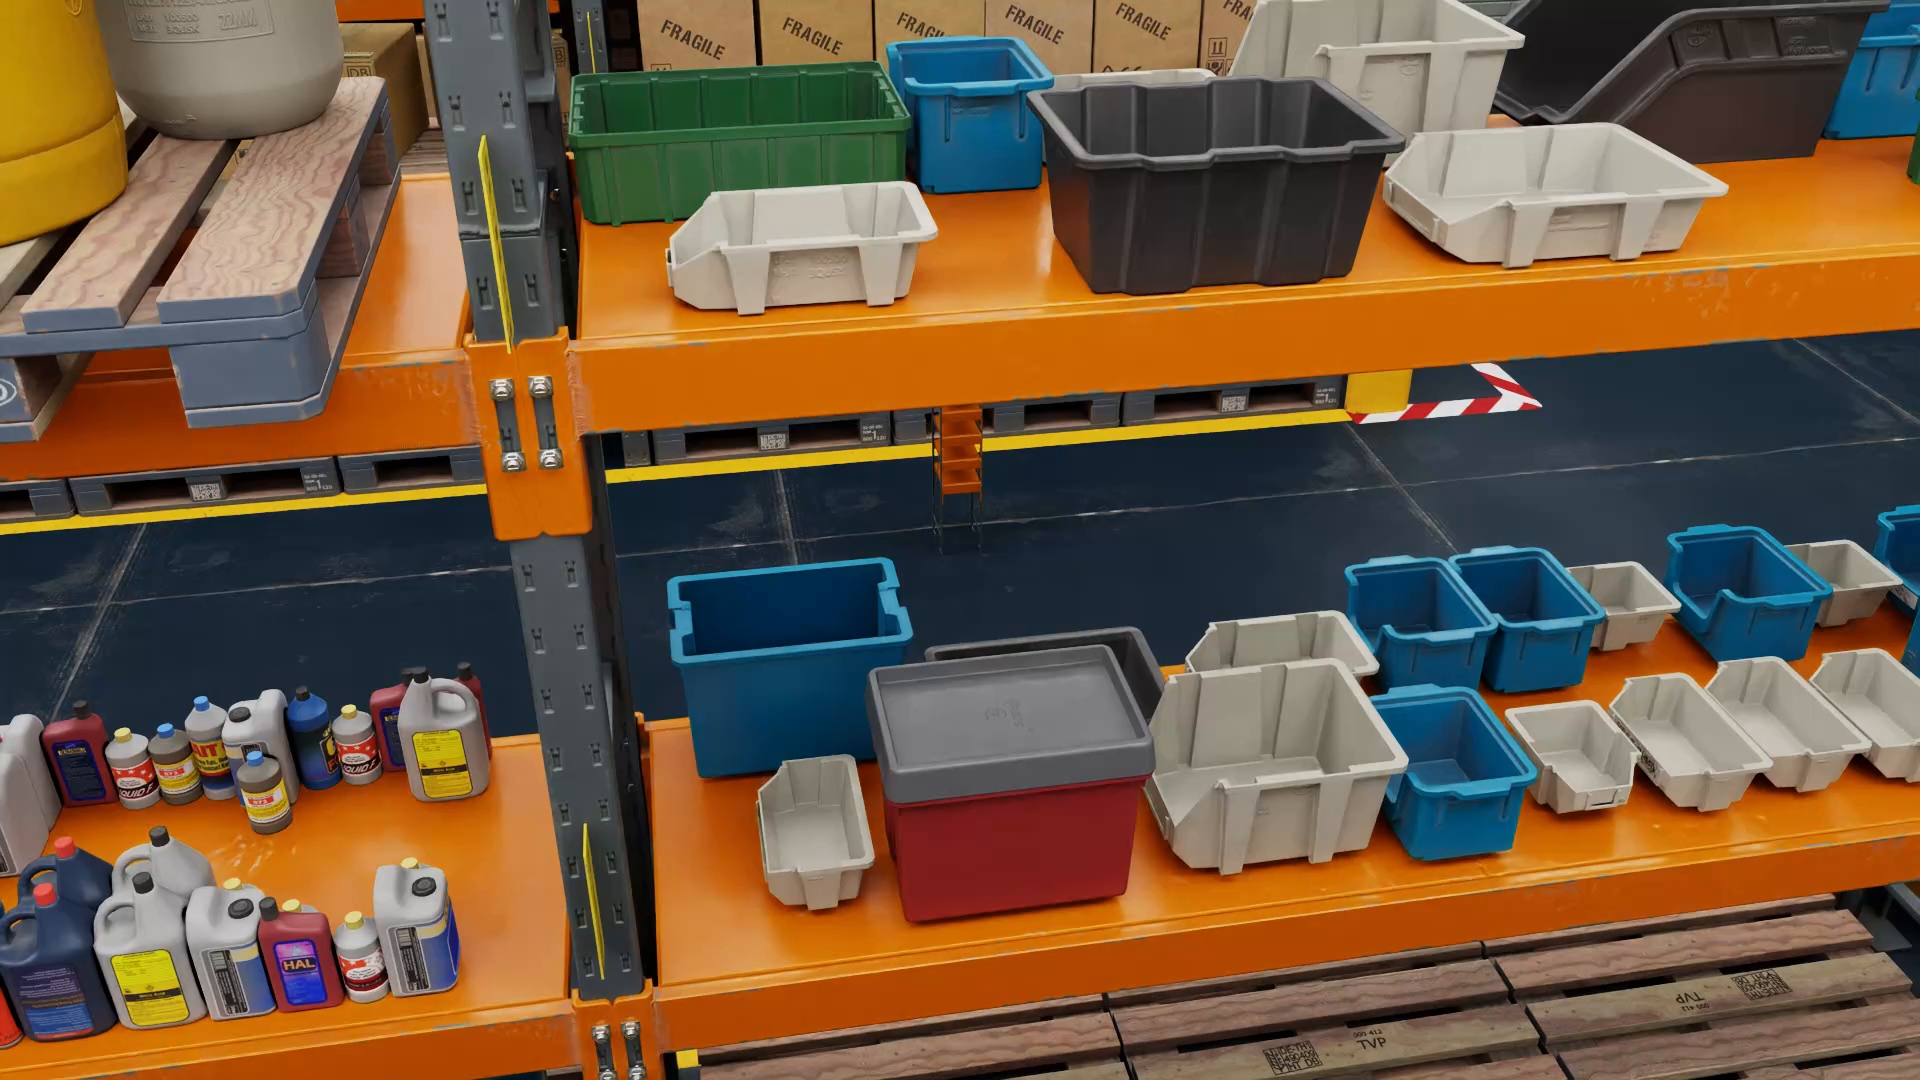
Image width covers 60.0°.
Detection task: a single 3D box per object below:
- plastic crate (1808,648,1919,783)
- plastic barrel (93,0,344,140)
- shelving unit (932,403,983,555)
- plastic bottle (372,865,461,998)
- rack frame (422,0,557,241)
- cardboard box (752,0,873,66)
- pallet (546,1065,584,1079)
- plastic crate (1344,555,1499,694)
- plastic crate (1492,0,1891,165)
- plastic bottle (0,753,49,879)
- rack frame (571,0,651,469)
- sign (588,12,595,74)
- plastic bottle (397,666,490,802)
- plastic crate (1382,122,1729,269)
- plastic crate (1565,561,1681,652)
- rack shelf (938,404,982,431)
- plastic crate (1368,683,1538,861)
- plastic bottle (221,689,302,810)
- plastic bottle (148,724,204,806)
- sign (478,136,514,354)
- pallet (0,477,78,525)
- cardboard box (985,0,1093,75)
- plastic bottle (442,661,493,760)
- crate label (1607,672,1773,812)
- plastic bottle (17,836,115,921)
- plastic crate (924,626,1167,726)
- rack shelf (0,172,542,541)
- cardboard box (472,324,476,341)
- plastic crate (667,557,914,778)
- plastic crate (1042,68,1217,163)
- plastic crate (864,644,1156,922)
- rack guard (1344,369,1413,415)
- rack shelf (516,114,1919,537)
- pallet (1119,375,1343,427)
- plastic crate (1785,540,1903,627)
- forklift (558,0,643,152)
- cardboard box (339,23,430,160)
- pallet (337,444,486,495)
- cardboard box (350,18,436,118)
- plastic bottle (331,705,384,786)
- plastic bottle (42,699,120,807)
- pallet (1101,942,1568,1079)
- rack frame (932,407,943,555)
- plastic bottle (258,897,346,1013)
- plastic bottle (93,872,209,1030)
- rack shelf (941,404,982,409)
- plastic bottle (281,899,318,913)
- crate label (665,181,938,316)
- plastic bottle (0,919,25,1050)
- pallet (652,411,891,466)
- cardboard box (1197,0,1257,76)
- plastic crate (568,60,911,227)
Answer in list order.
[{"bbox_3d":[2.343,0.450,4.226,0.243,0.136,0.396,-5,31,-9],"label":"plastic crate"},{"bbox_3d":[-1.385,-1.047,3.063,0.433,0.535,0.433,0,30,0],"label":"plastic barrel"},{"bbox_3d":[-0.014,-0.516,7.444,0.189,1.200,0.258,-5,31,-9],"label":"shelving unit"},{"bbox_3d":[-1.152,0.814,3.529,0.135,0.276,0.152,-5,31,-9],"label":"plastic bottle"},{"bbox_3d":[-0.822,-2.023,2.312,0.127,3.000,1.000,-5,31,-9],"label":"rack frame"},{"bbox_3d":[-0.689,-2.331,7.670,0.500,0.500,0.500,-6,31,-10],"label":"cardboard box"},{"bbox_3d":[-1.589,1.815,4.455,1.213,0.211,1.003,-5,31,-9],"label":"pallet"},{"bbox_3d":[1.220,0.250,4.471,0.300,0.233,0.416,-5,31,-9],"label":"plastic crate"},{"bbox_3d":[1.560,-1.066,3.705,0.767,0.338,0.504,-5,31,-9],"label":"plastic crate"},{"bbox_3d":[-2.230,0.629,3.843,0.135,0.276,0.152,-5,31,-9],"label":"plastic bottle"},{"bbox_3d":[-1.711,-1.907,8.034,0.127,3.000,1.000,-5,31,-9],"label":"rack frame"},{"bbox_3d":[-1.607,-2.130,7.270,0.005,0.325,0.100,-5,31,-9],"label":"sign"},{"bbox_3d":[-1.267,0.459,4.060,0.185,0.351,0.144,-5,31,-9],"label":"plastic bottle"},{"bbox_3d":[1.124,-0.669,3.229,0.530,0.136,0.437,-5,31,-9],"label":"plastic crate"},{"bbox_3d":[1.812,0.194,4.662,0.298,0.136,0.250,-5,31,-9],"label":"plastic crate"},{"bbox_3d":[-0.014,-0.581,7.405,0.180,0.103,0.258,-5,31,-9],"label":"rack shelf"},{"bbox_3d":[1.138,0.559,3.945,0.300,0.233,0.416,-5,31,-9],"label":"plastic crate"},{"bbox_3d":[-1.706,0.502,4.059,0.135,0.276,0.152,-5,31,-9],"label":"plastic bottle"},{"bbox_3d":[-1.921,0.540,4.068,0.097,0.201,0.097,0,30,0],"label":"plastic bottle"},{"bbox_3d":[-0.725,-0.459,2.604,0.005,0.325,0.100,-5,31,-9],"label":"sign"},{"bbox_3d":[-4.904,-0.389,8.203,1.213,0.211,1.003,-5,31,-9],"label":"pallet"},{"bbox_3d":[0.324,-2.425,7.830,0.500,0.500,0.500,-4,31,-7],"label":"cardboard box"},{"bbox_3d":[-1.260,0.434,4.167,0.133,0.283,0.061,-5,31,-9],"label":"plastic bottle"},{"bbox_3d":[1.785,0.507,4.129,0.243,0.136,0.396,-5,31,-9],"label":"crate label"},{"bbox_3d":[-1.875,0.776,3.519,0.185,0.351,0.144,-5,31,-9],"label":"plastic bottle"},{"bbox_3d":[0.230,0.420,4.289,0.590,0.125,0.437,-5,31,-9],"label":"plastic crate"},{"bbox_3d":[-2.790,-0.237,2.945,4.000,0.370,1.077,-5,31,-9],"label":"rack shelf"},{"bbox_3d":[-2.145,-0.831,8.236,0.500,0.500,0.500,-5,31,-9],"label":"cardboard box"},{"bbox_3d":[-0.425,0.331,4.184,0.575,0.384,0.392,-5,31,-9],"label":"plastic crate"},{"bbox_3d":[0.360,-0.922,3.660,0.466,0.136,0.293,-5,31,-9],"label":"plastic crate"},{"bbox_3d":[0.101,0.553,3.728,0.583,0.464,0.402,-5,31,-9],"label":"plastic crate"},{"bbox_3d":[2.149,-1.188,9.277,0.348,0.500,1.175,-5,31,-9],"label":"rack guard"},{"bbox_3d":[1.145,-0.602,3.566,4.000,0.370,1.077,-5,31,-9],"label":"rack shelf"},{"bbox_3d":[1.365,-0.990,9.225,1.213,0.211,1.003,-5,31,-9],"label":"pallet"},{"bbox_3d":[2.480,0.132,4.767,0.298,0.136,0.250,-5,31,-9],"label":"plastic crate"},{"bbox_3d":[-2.422,-2.787,9.598,3.031,2.935,1.130,-3,31,-6],"label":"forklift"},{"bbox_3d":[-2.882,-2.105,7.858,0.500,0.500,0.700,-1,30,-1],"label":"cardboard box"},{"bbox_3d":[-2.504,-0.612,8.582,1.213,0.211,1.003,-5,31,-9],"label":"pallet"},{"bbox_3d":[-4.097,-3.424,12.320,0.750,0.750,0.750,-4,31,-7],"label":"cardboard box"},{"bbox_3d":[-1.501,0.501,4.134,0.097,0.201,0.097,0,30,0],"label":"plastic bottle"},{"bbox_3d":[-2.133,0.515,4.030,0.133,0.283,0.061,-5,31,-9],"label":"plastic bottle"},{"bbox_3d":[1.097,1.566,4.879,1.213,0.211,1.003,-5,31,-9],"label":"pallet"},{"bbox_3d":[-0.104,-0.508,7.429,0.006,1.200,0.240,-5,31,-9],"label":"rack frame"},{"bbox_3d":[-1.371,0.854,3.453,0.133,0.283,0.061,-5,31,-9],"label":"plastic bottle"},{"bbox_3d":[-1.668,0.831,3.425,0.185,0.351,0.144,-5,31,-9],"label":"plastic bottle"},{"bbox_3d":[-0.014,-0.684,7.344,0.180,0.103,0.258,-5,31,-9],"label":"rack shelf"},{"bbox_3d":[-1.403,0.852,3.538,0.097,0.201,0.097,0,30,0],"label":"plastic bottle"},{"bbox_3d":[-0.289,-0.517,2.971,0.466,0.136,0.293,-5,31,-9],"label":"crate label"},{"bbox_3d":[-2.007,0.893,3.394,0.135,0.276,0.152,-5,31,-9],"label":"plastic bottle"},{"bbox_3d":[-1.035,-0.767,8.846,1.213,0.211,1.003,-5,31,-9],"label":"pallet"},{"bbox_3d":[1.339,-2.522,7.995,0.500,0.500,0.500,-4,31,-8],"label":"cardboard box"},{"bbox_3d":[-0.460,-0.828,3.449,0.662,0.188,0.450,-5,31,-9],"label":"plastic crate"}]
